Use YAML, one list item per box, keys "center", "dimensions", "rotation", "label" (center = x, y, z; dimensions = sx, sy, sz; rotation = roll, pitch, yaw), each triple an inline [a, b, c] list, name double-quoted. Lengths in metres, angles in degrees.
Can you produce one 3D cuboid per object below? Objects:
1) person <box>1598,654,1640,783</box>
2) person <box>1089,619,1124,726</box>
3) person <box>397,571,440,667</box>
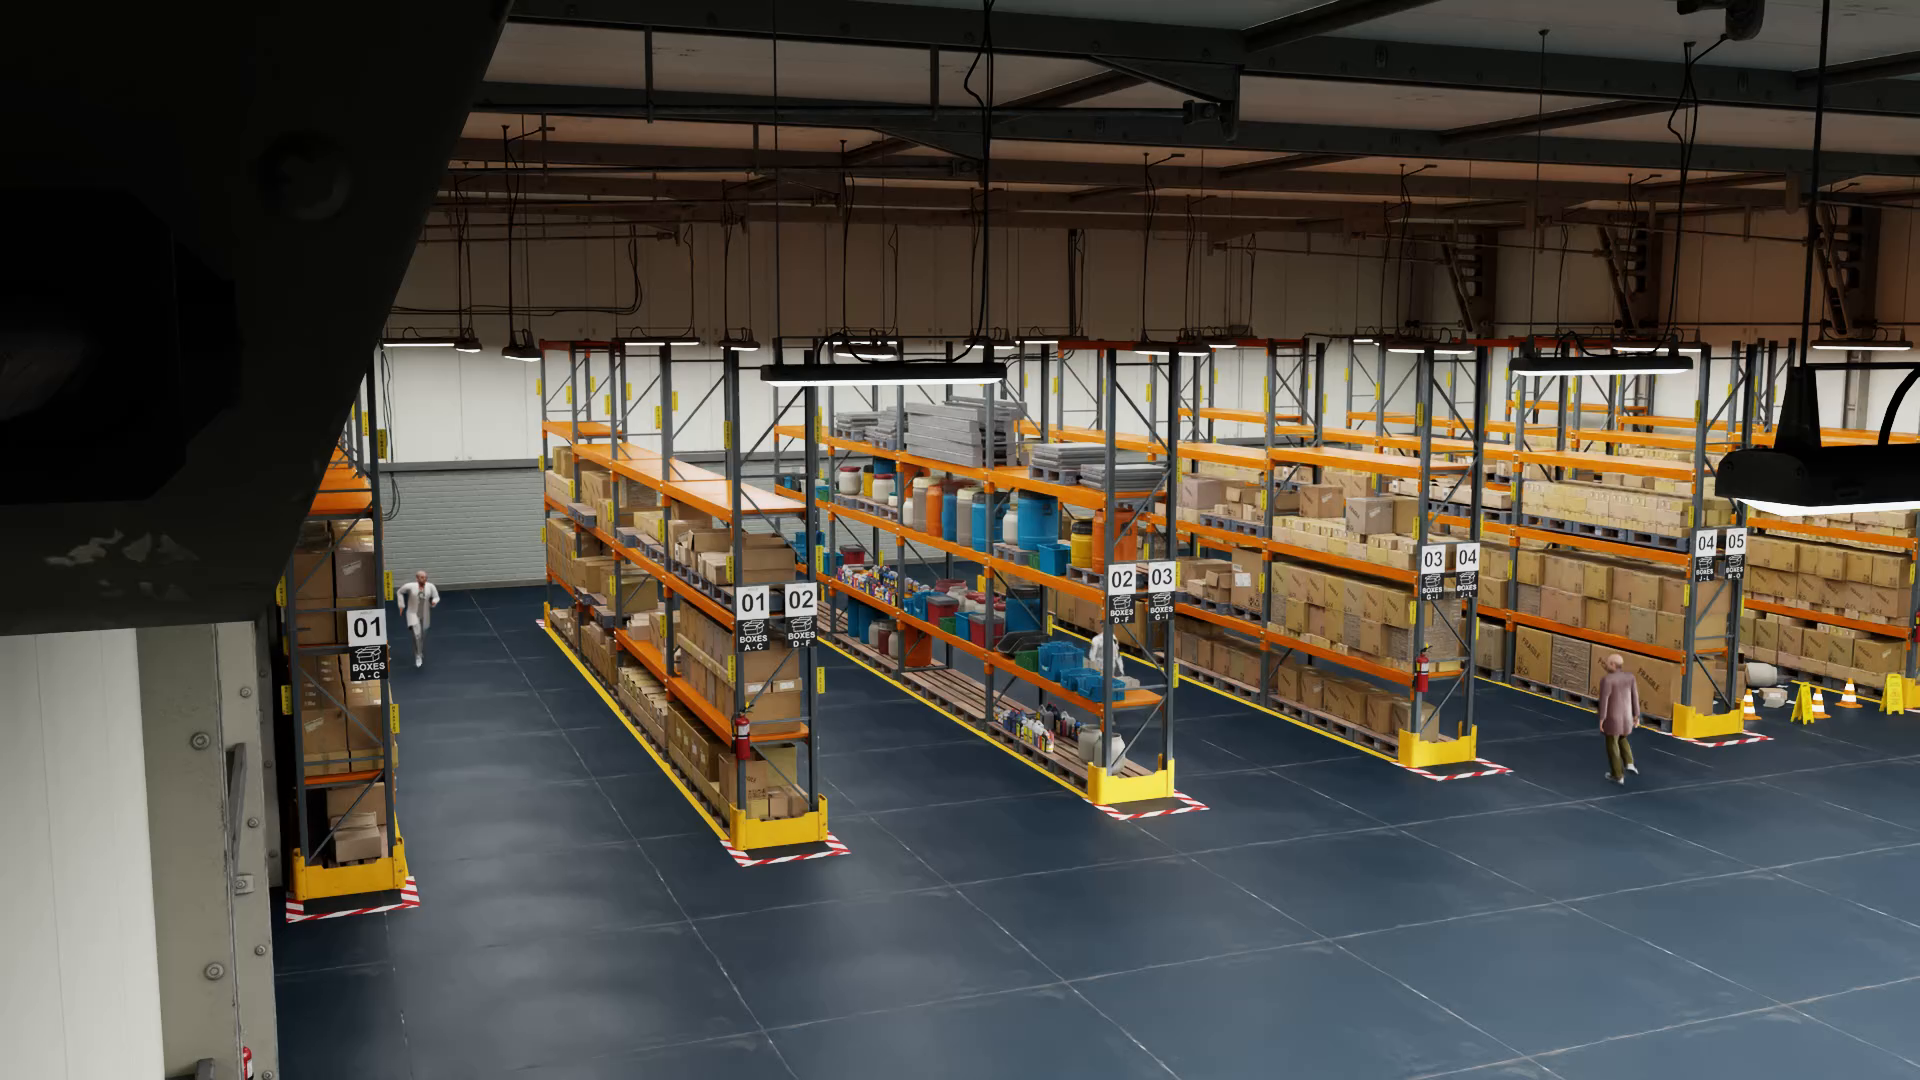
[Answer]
- center: [9.108, 2.460, 23.007]
  dimensions: [0.619, 1.769, 0.555]
  rotation: [-1, 8, -8]
  label: "person"
- center: [2.329, 2.103, 26.456]
  dimensions: [0.512, 1.753, 0.636]
  rotation: [-5, 9, -33]
  label: "person"
- center: [-10.118, 1.440, 31.108]
  dimensions: [0.726, 1.782, 0.997]
  rotation: [-5, 9, -33]
  label: "person"
